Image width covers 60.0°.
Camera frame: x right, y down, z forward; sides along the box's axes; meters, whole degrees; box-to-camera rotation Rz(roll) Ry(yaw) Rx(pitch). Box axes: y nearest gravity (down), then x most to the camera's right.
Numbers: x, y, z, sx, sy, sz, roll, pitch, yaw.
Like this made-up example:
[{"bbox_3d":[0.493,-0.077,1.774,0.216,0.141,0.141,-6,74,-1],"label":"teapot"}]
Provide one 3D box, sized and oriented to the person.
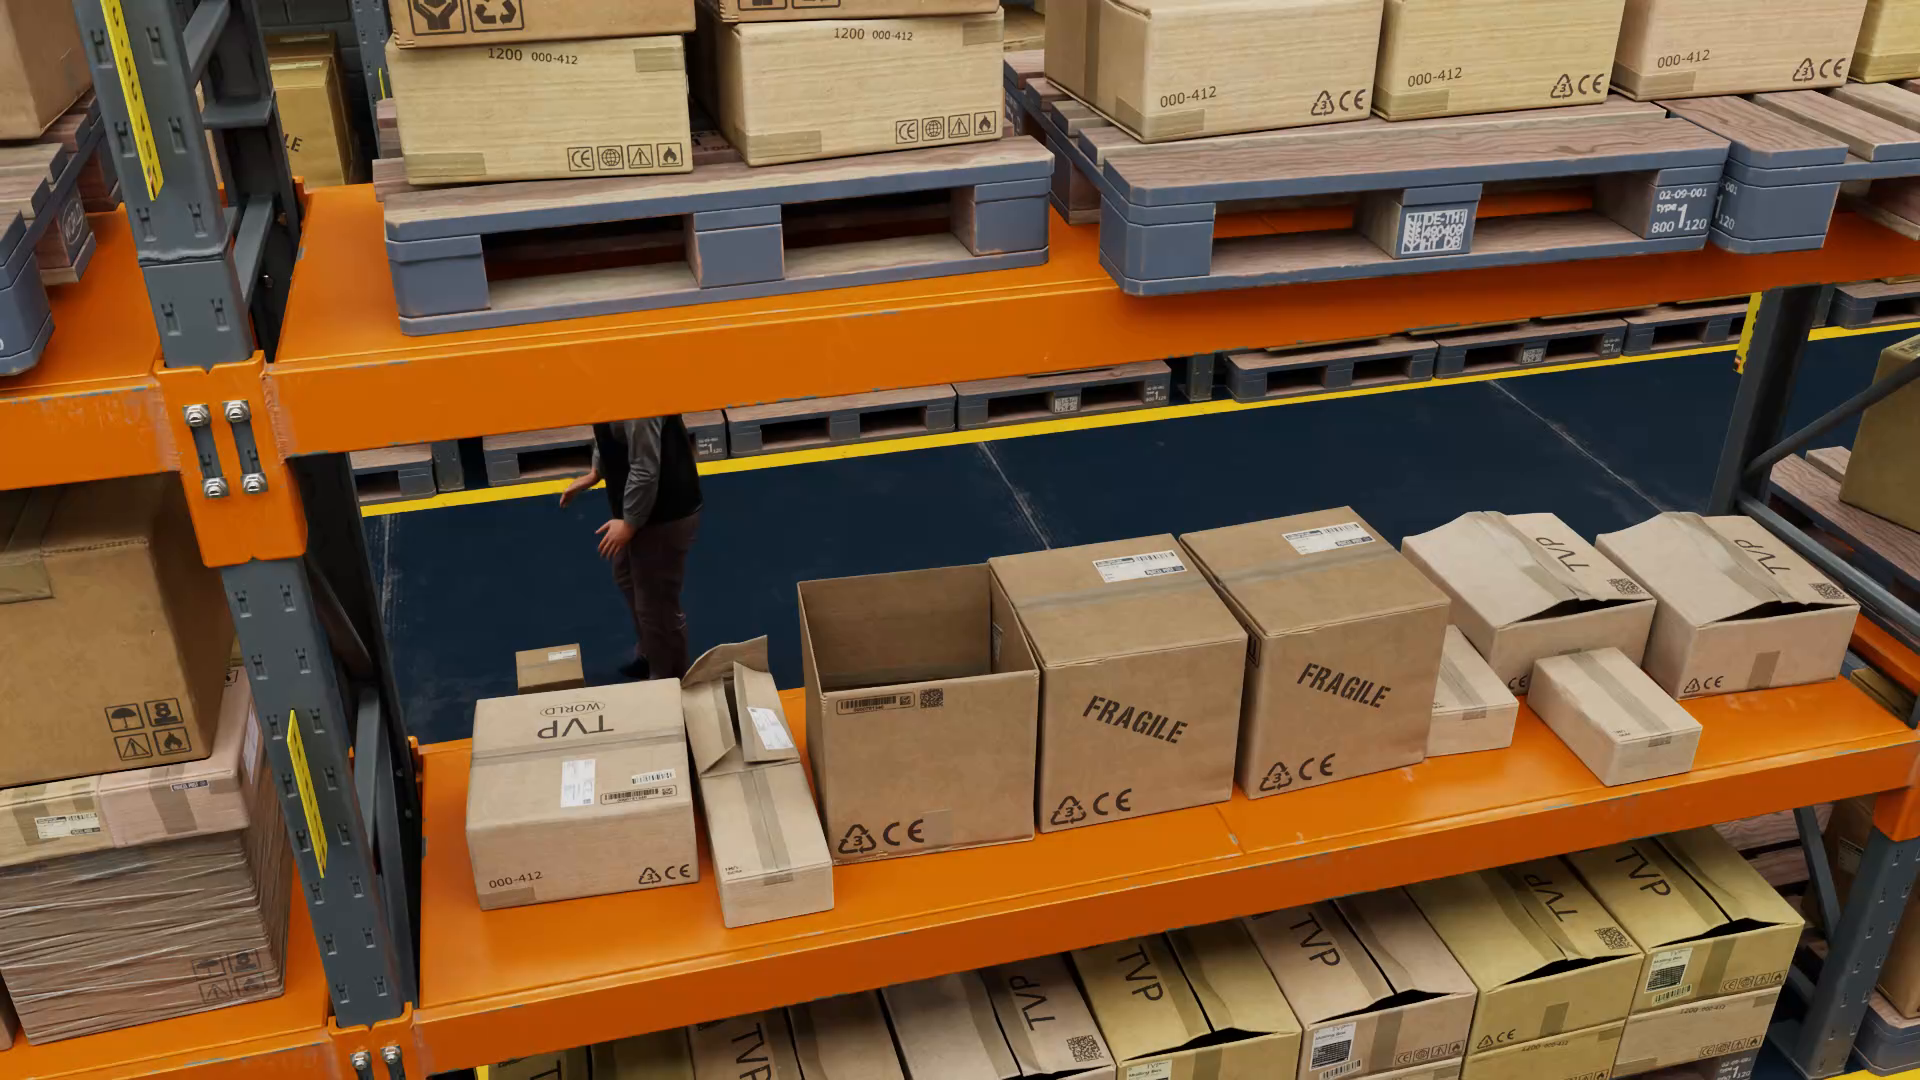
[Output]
[{"bbox_3d":[-1.248,-0.081,6.342,0.526,1.782,0.569,-8,31,-14],"label":"person"}]
